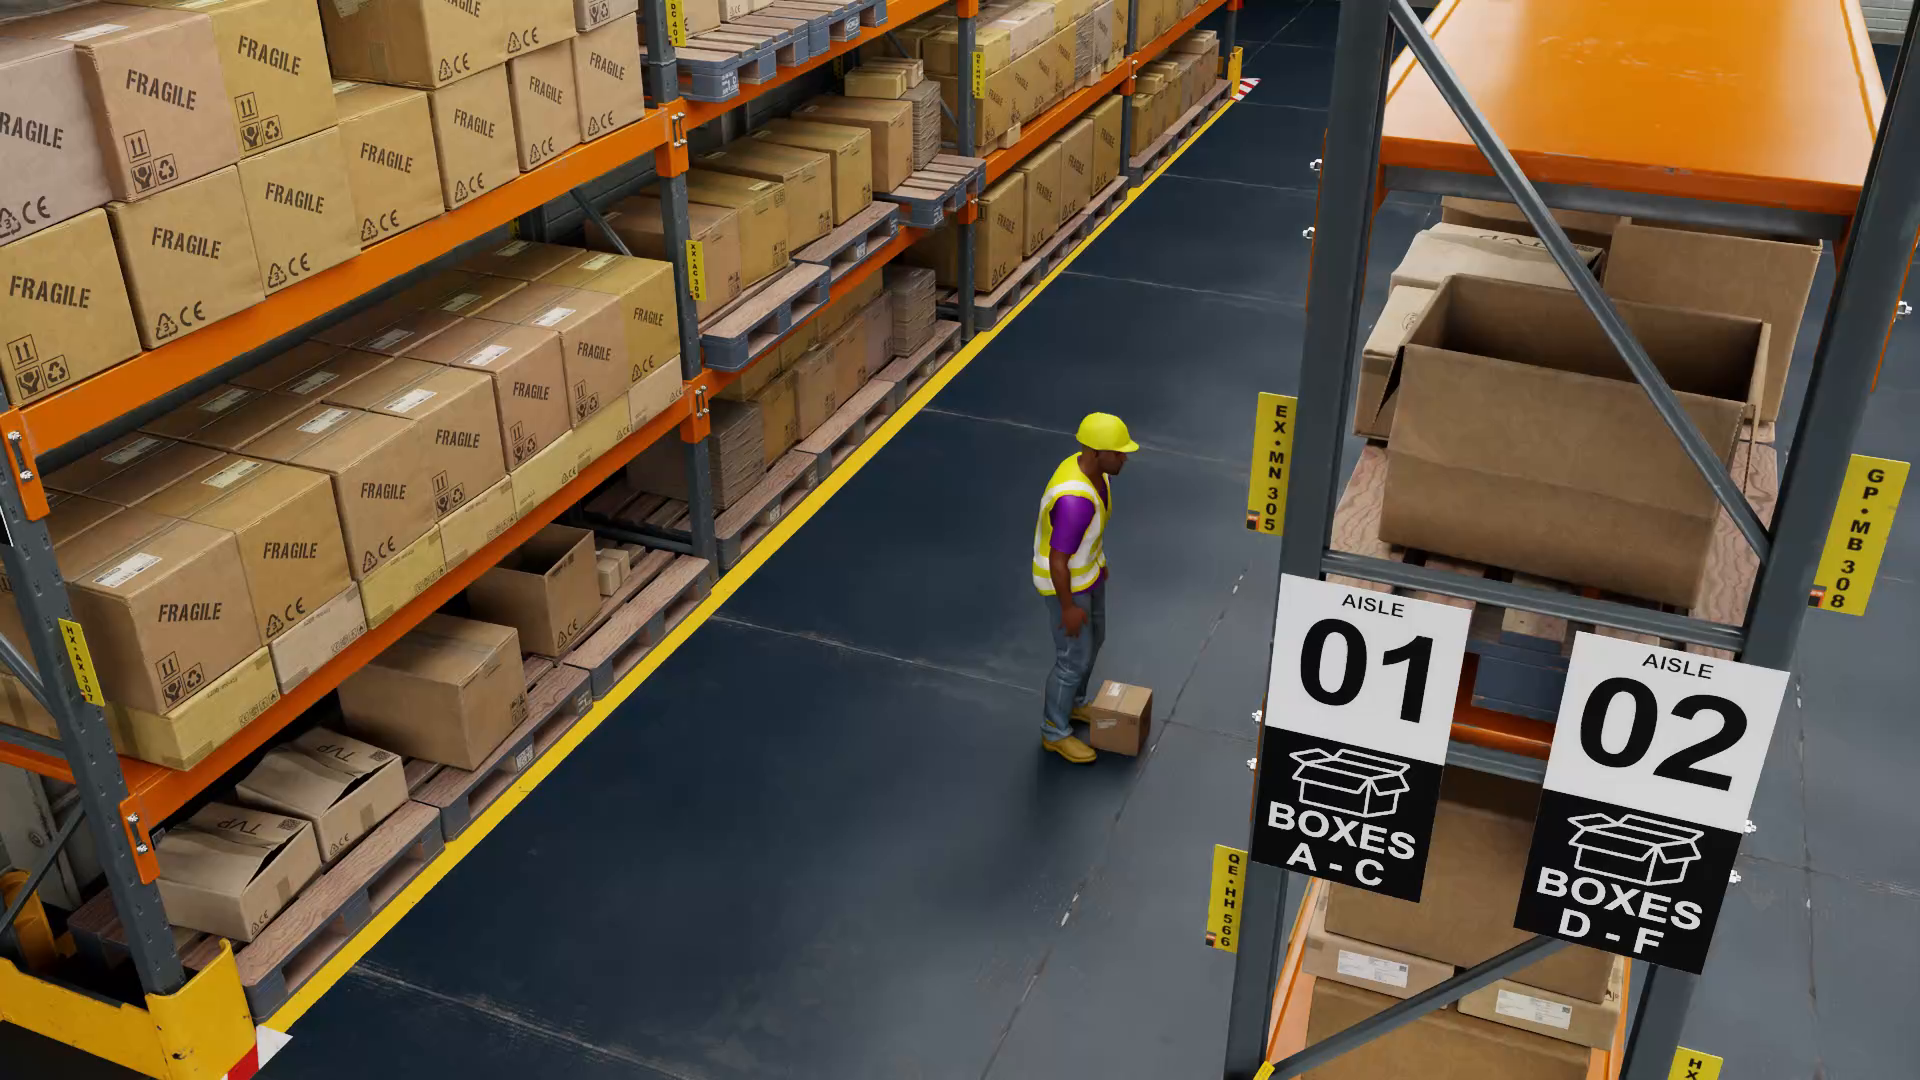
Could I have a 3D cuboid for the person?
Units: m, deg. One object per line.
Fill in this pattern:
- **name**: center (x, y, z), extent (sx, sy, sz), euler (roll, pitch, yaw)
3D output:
- **person**: center (0.591, 0.195, 8.037), extent (0.461, 1.759, 0.632), euler (9, 31, 16)
